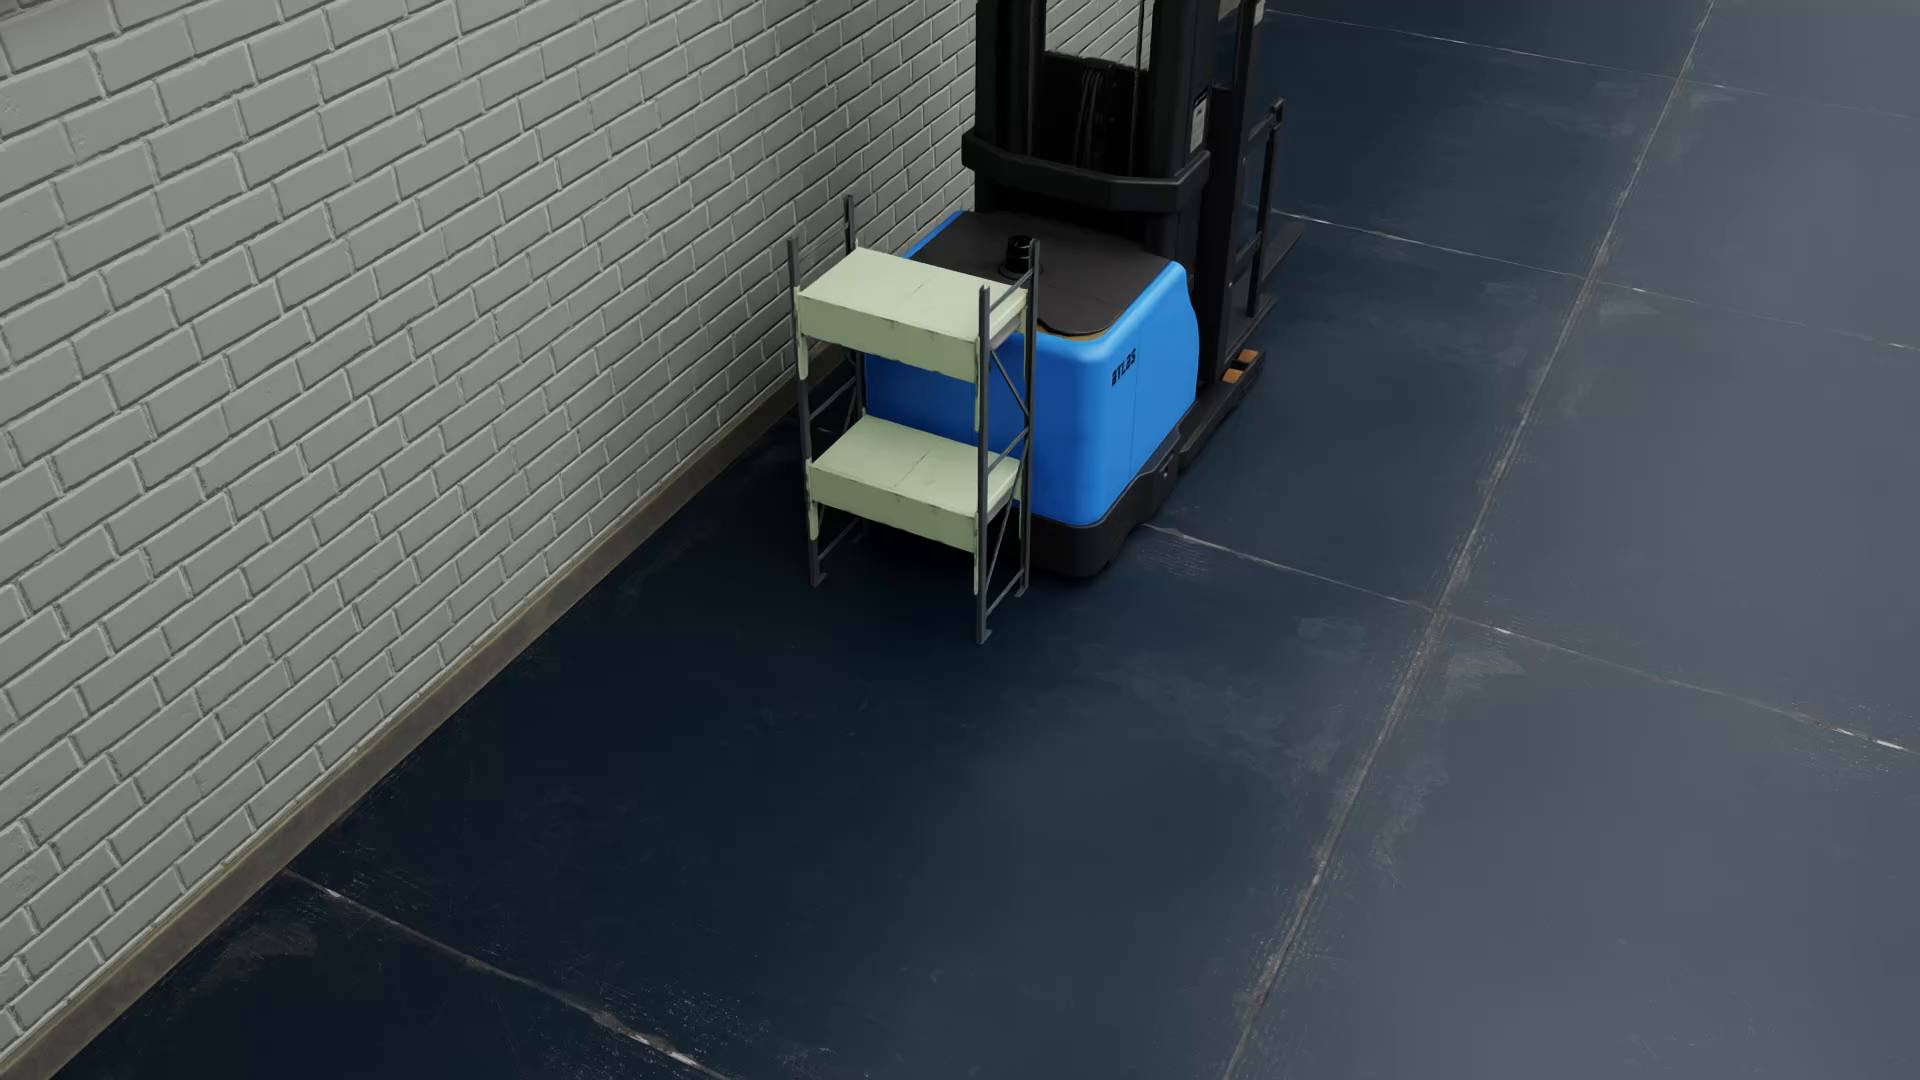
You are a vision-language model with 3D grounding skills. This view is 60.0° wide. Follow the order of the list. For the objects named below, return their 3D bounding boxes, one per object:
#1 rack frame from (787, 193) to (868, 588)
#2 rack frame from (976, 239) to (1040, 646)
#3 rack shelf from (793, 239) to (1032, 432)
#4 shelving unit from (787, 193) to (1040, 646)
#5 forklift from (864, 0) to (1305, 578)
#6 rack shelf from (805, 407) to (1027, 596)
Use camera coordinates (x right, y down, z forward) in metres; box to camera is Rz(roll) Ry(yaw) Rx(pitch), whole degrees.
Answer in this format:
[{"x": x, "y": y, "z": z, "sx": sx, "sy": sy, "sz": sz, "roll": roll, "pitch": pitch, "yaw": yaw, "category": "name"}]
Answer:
[{"x": -0.481, "y": -0.520, "z": 6.194, "sx": 0.023, "sy": 1.500, "sz": 0.400, "roll": 18, "pitch": 41, "yaw": 22, "category": "rack frame"}, {"x": 0.165, "y": -0.311, "z": 5.918, "sx": 0.023, "sy": 1.500, "sz": 0.400, "roll": 18, "pitch": 41, "yaw": 22, "category": "rack frame"}, {"x": -0.158, "y": -0.726, "z": 5.820, "sx": 0.720, "sy": 0.370, "sz": 0.431, "roll": 18, "pitch": 41, "yaw": 22, "category": "rack shelf"}, {"x": -0.158, "y": -0.415, "z": 6.056, "sx": 0.755, "sy": 1.500, "sz": 0.431, "roll": 18, "pitch": 41, "yaw": 22, "category": "shelving unit"}, {"x": 0.755, "y": -1.897, "z": 6.825, "sx": 1.130, "sy": 2.935, "sz": 3.031, "roll": 18, "pitch": 41, "yaw": 22, "category": "forklift"}, {"x": -0.158, "y": -0.156, "z": 6.254, "sx": 0.720, "sy": 0.370, "sz": 0.431, "roll": 18, "pitch": 41, "yaw": 22, "category": "rack shelf"}]
